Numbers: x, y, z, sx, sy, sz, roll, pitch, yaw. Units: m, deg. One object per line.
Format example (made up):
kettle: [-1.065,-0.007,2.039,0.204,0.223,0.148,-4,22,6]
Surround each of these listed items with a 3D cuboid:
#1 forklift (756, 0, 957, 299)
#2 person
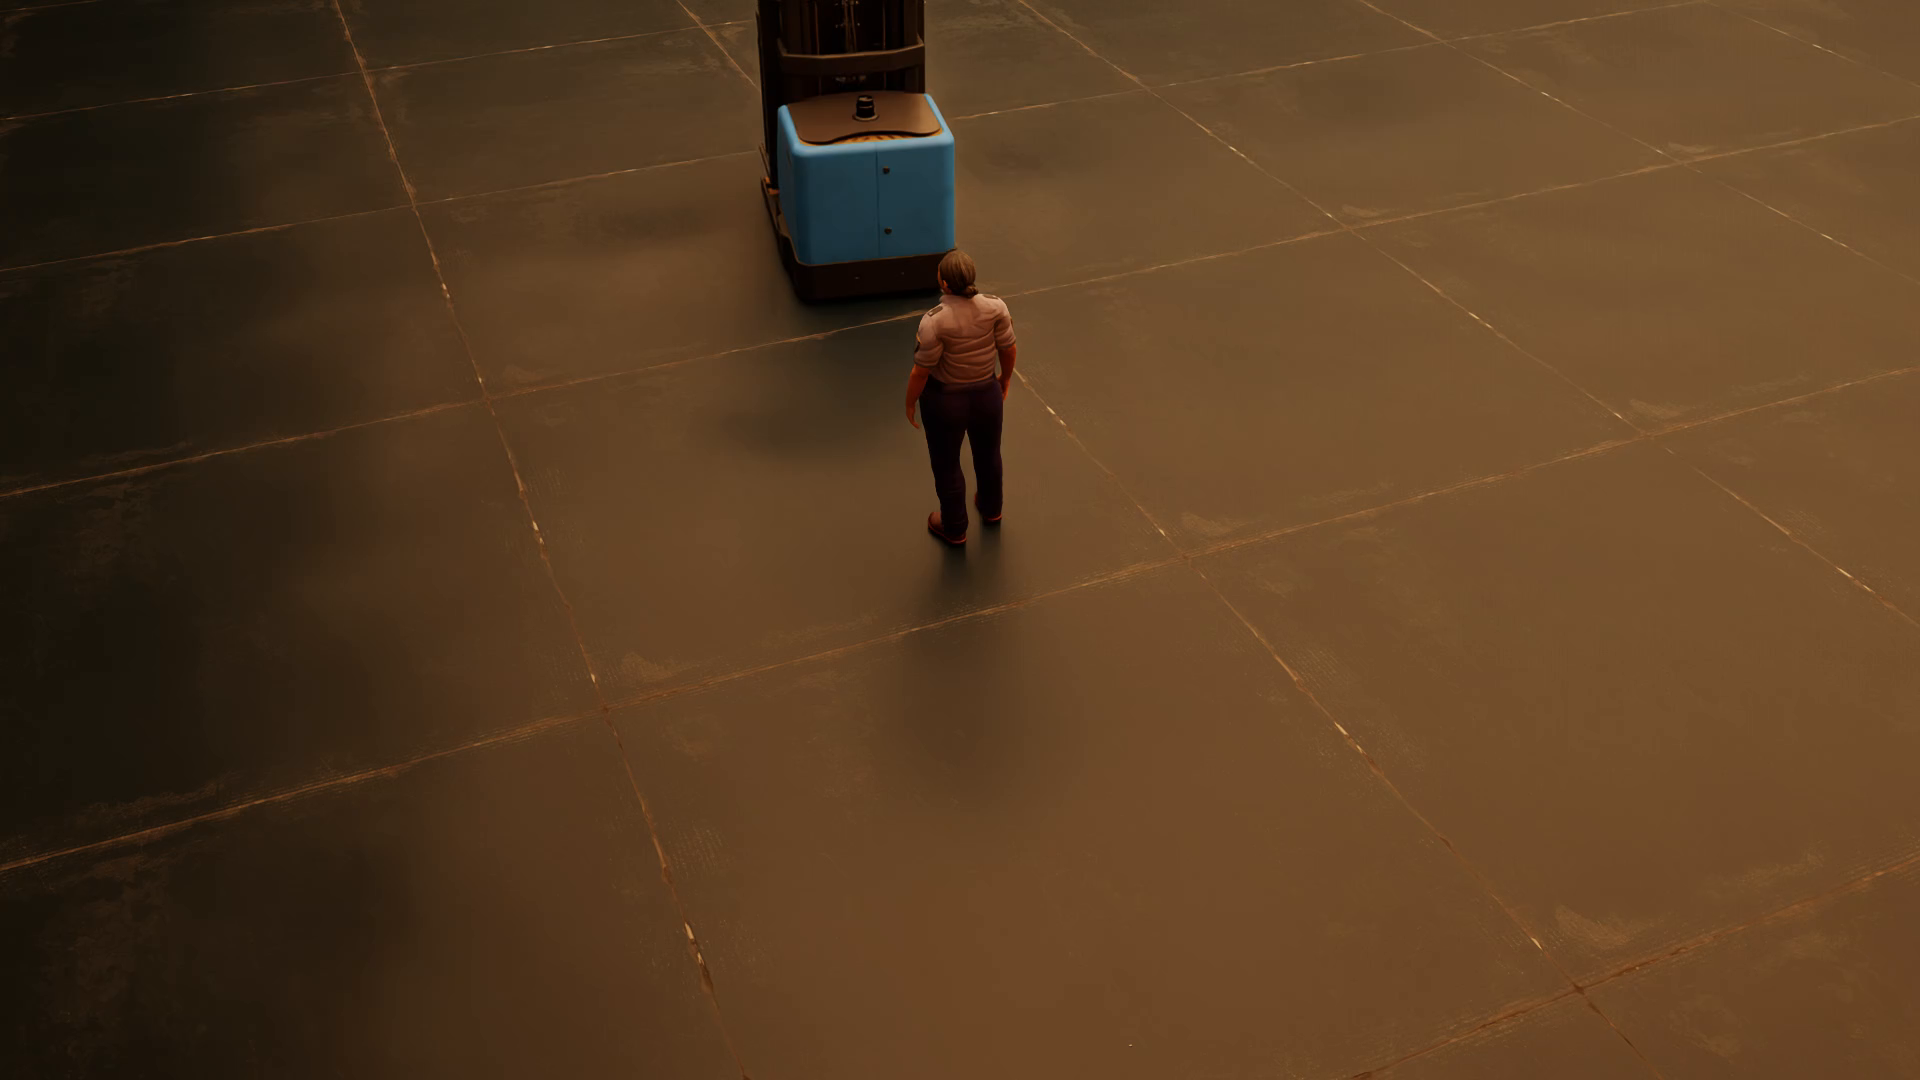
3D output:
forklift: [-0.831,-3.590,11.147,1.130,2.935,3.031,-7,36,-10]
person: [-0.014,-0.731,8.220,0.598,1.651,0.503,-14,38,-19]
